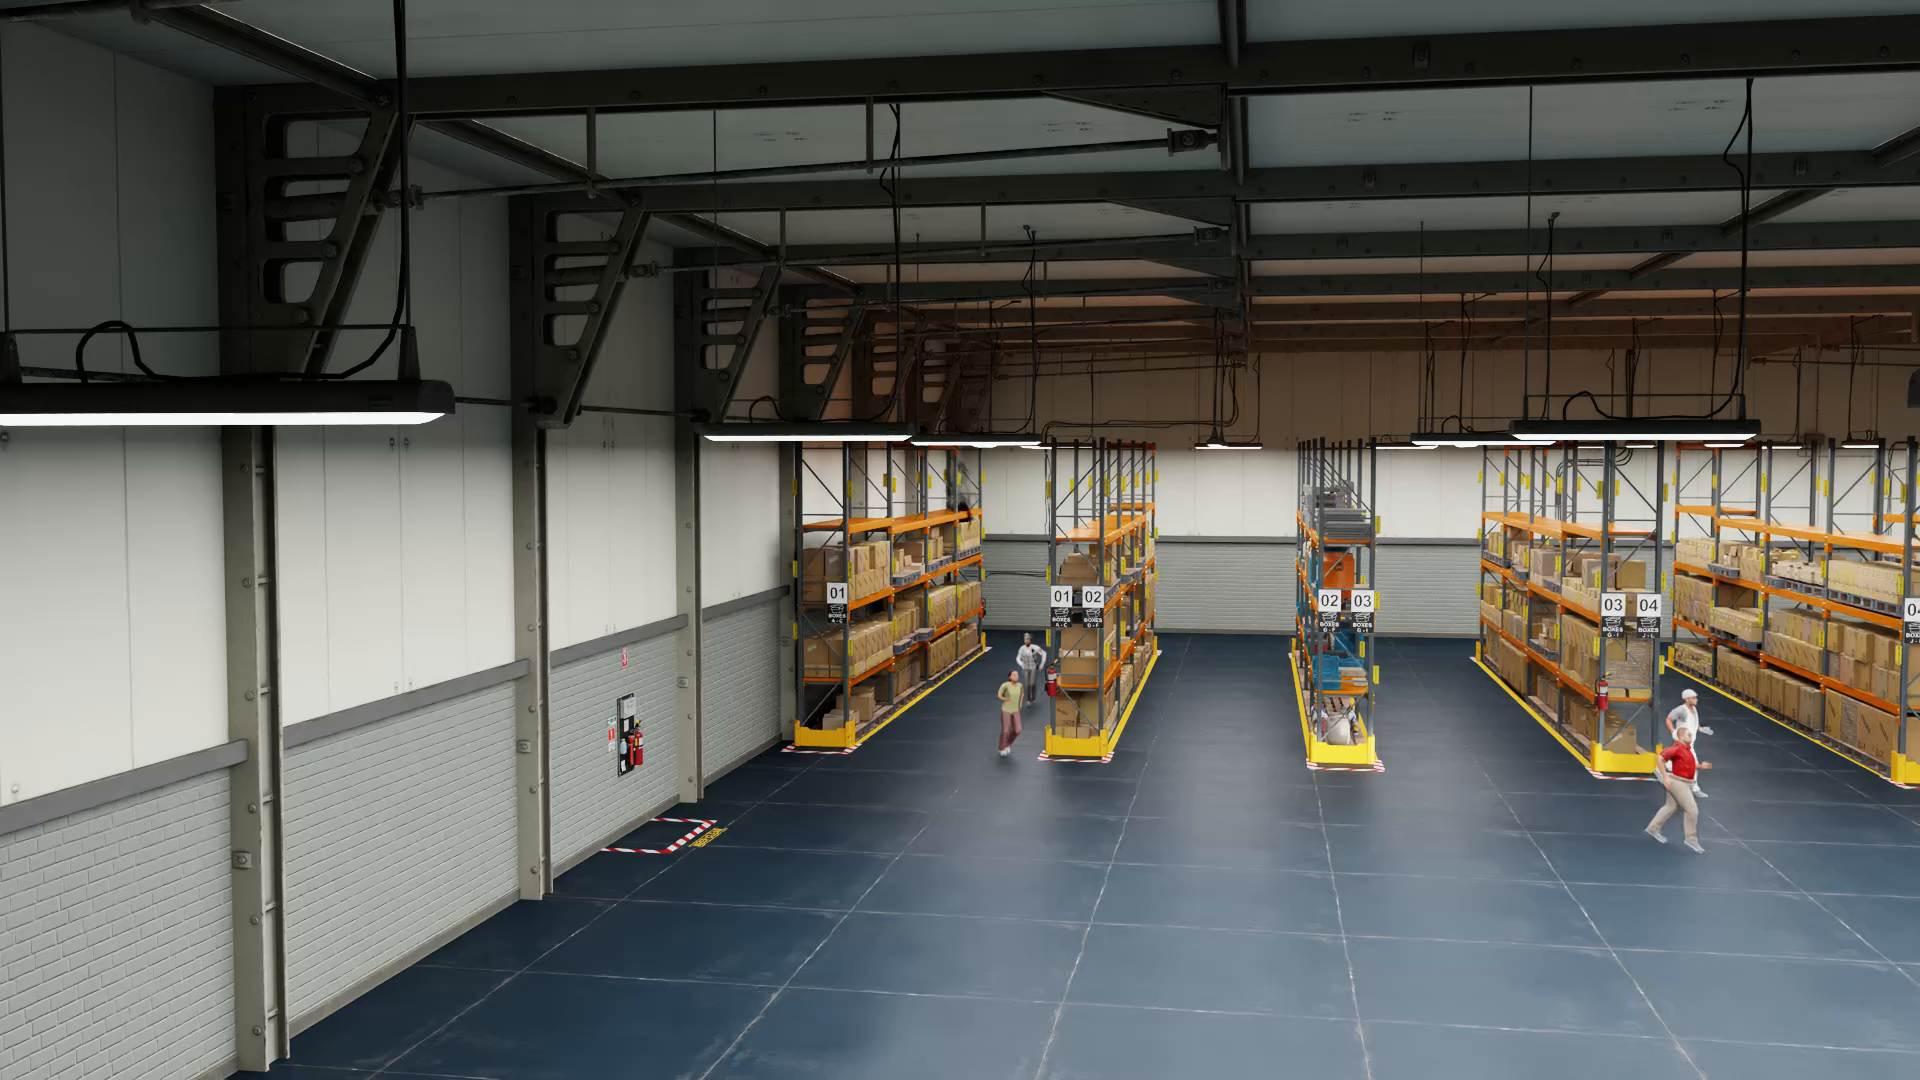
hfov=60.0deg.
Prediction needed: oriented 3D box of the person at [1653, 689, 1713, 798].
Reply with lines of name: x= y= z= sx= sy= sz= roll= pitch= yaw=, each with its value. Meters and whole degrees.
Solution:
person: x=12.047 y=3.363 z=27.801 sx=0.627 sy=1.773 sz=0.968 roll=-3 pitch=4 yaw=-43

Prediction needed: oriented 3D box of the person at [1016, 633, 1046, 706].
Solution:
person: x=1.579 y=2.919 z=37.409 sx=0.639 sy=1.658 sz=0.679 roll=1 pitch=3 yaw=18

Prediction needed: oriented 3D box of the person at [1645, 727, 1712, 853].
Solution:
person: x=10.370 y=3.585 z=23.988 sx=0.875 sy=1.789 sz=0.634 roll=2 pitch=4 yaw=32

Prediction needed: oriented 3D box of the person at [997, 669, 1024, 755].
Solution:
person: x=0.994 y=3.241 z=31.343 sx=0.591 sy=1.626 sz=0.591 roll=-1 pitch=3 yaw=-19
